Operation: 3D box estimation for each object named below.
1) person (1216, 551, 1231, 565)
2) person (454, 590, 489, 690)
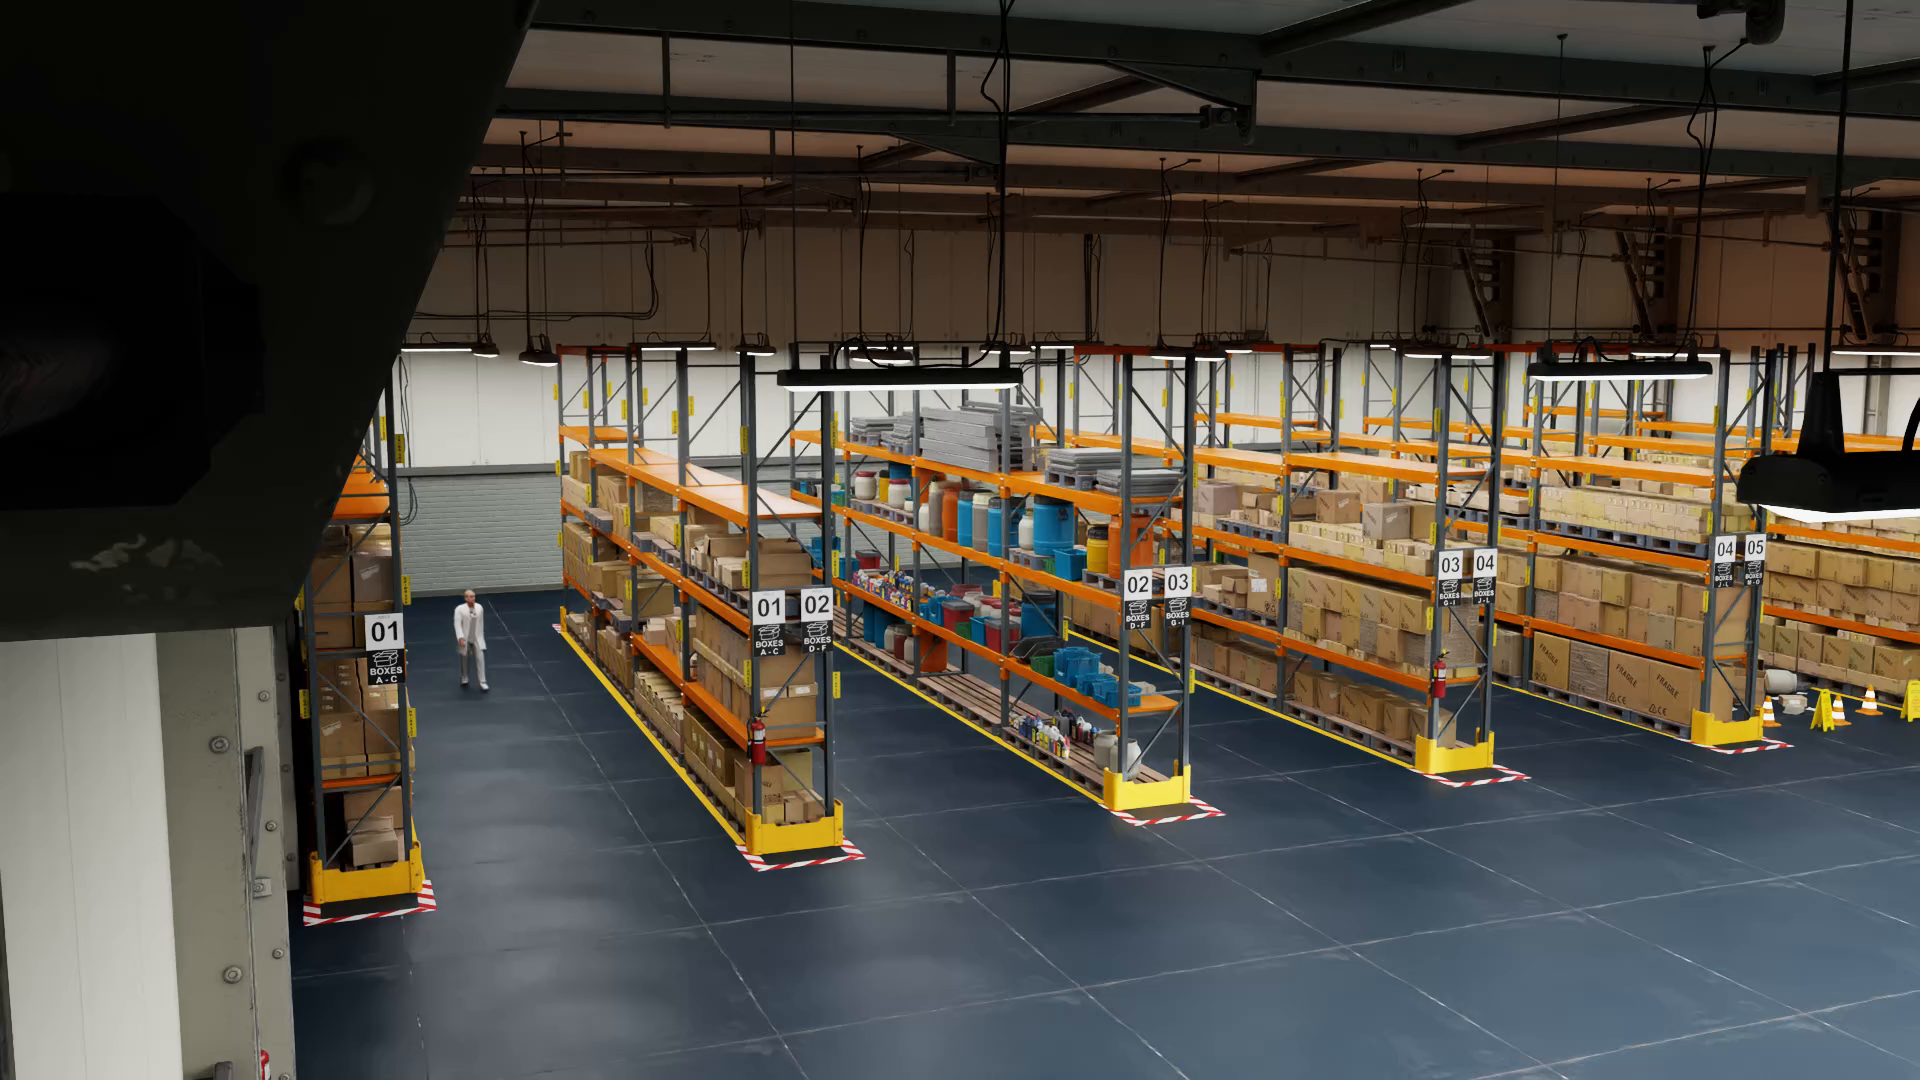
[{"bbox_3d":[6.642,0.135,41.851,0.785,1.774,0.545,-2,8,-17],"label":"person"},{"bbox_3d":[-8.615,1.738,29.236,0.553,1.715,1.129,-4,8,-26],"label":"person"}]
